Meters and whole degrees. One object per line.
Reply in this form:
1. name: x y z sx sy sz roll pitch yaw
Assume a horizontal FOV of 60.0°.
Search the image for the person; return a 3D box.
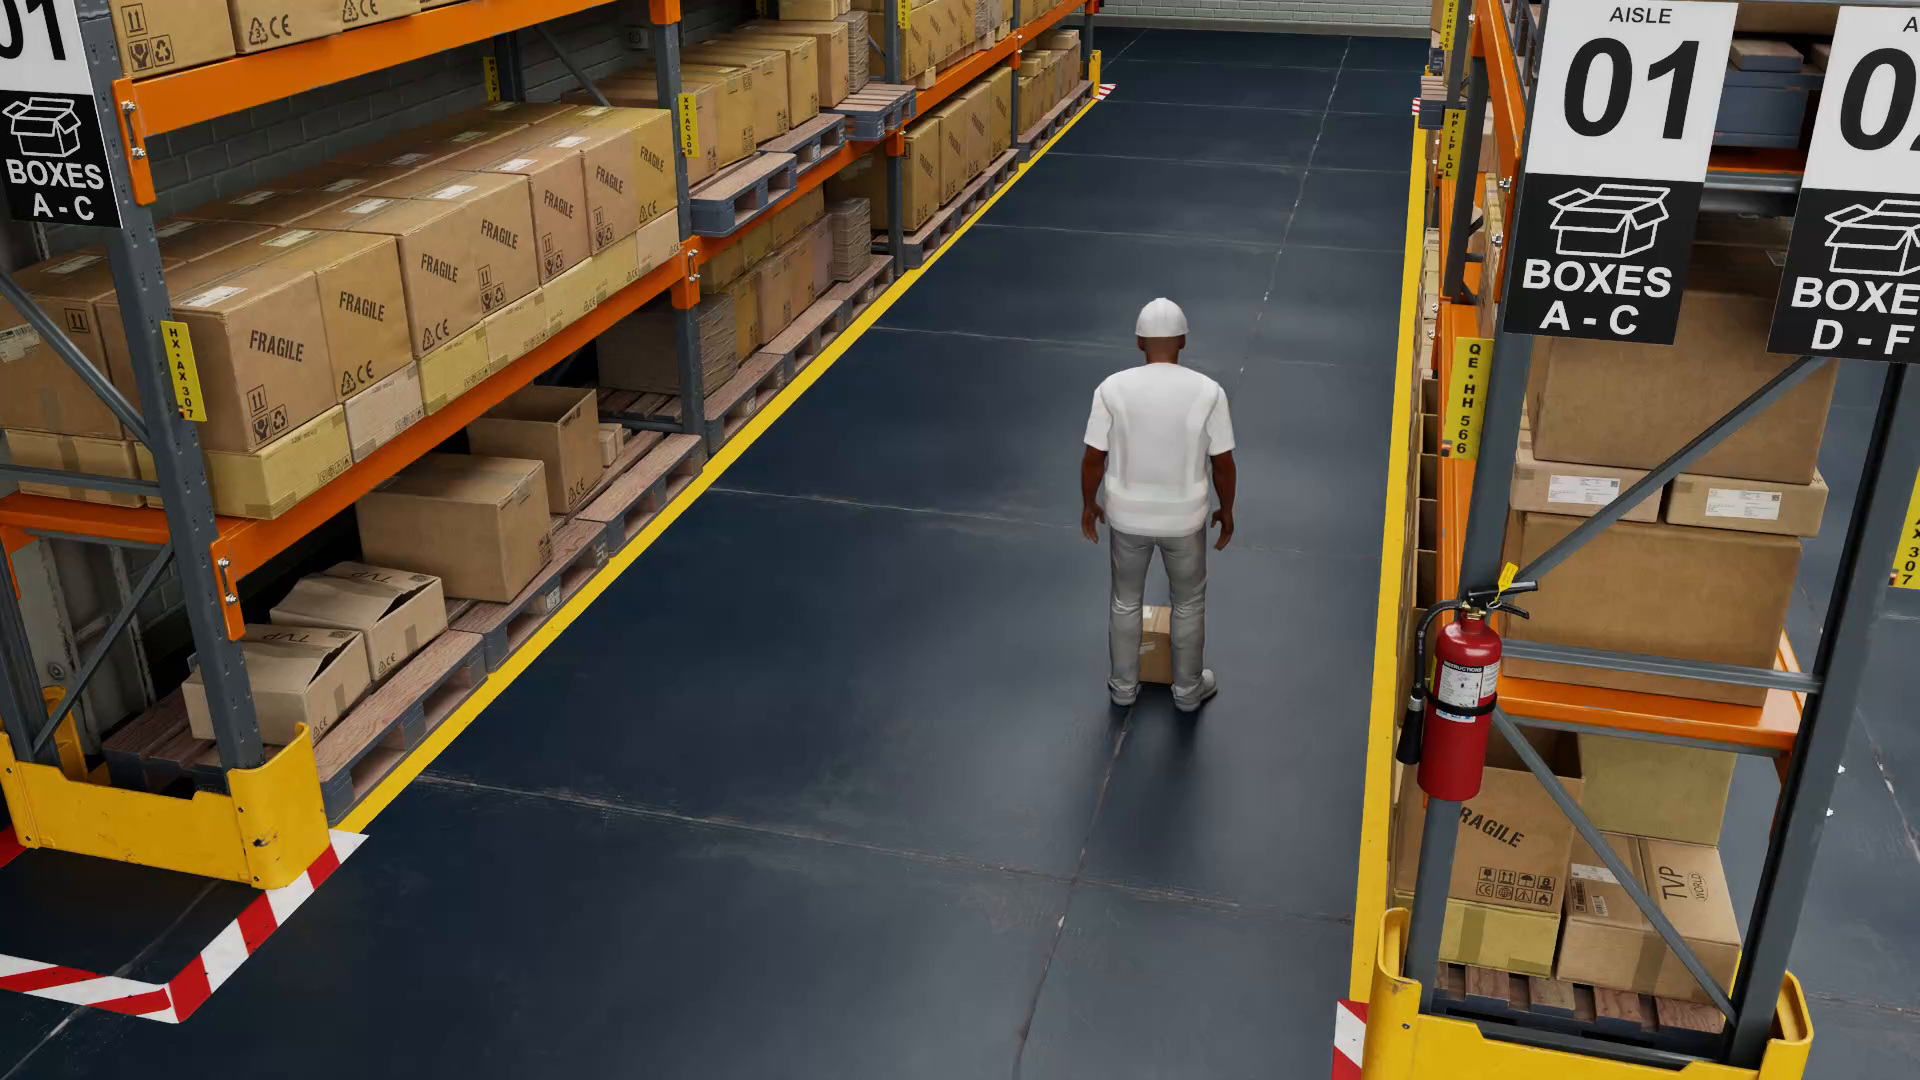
1. person: 0.814 -0.126 6.858 0.632 1.759 0.462 5 26 10
